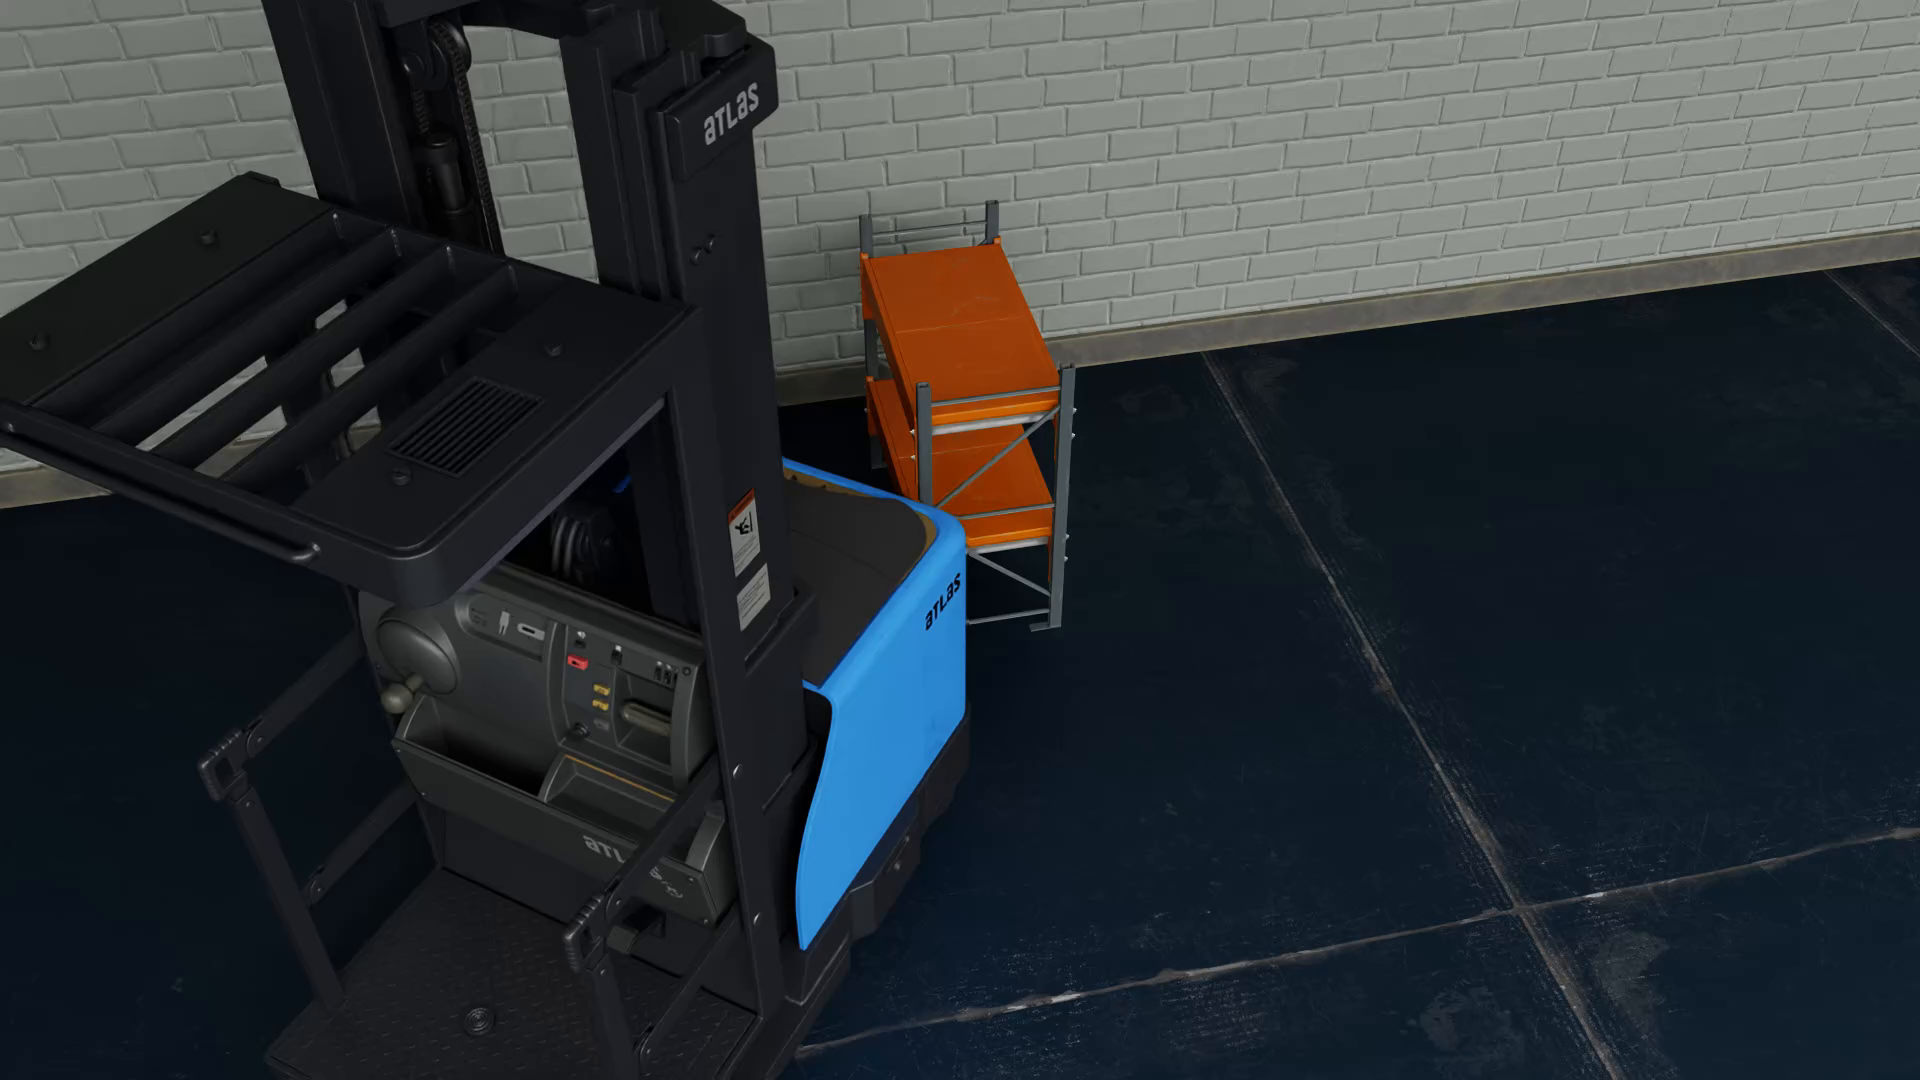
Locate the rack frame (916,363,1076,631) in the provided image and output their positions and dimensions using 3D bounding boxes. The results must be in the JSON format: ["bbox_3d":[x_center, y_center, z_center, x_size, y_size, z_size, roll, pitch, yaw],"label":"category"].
[{"bbox_3d":[0.111,-0.087,5.500,0.500,1.125,0.032,-8,42,-9],"label":"rack frame"}]

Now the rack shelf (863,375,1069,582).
[{"bbox_3d":[0.001,-0.233,6.034,0.538,0.278,1.000,-8,42,-9],"label":"rack shelf"}]

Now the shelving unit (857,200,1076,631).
[{"bbox_3d":[0.001,-0.416,5.872,0.538,1.125,1.048,-8,42,-9],"label":"shelving unit"}]

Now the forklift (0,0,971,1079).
[{"bbox_3d":[-1.084,0.369,3.626,1.130,2.935,3.031,19,45,20],"label":"forklift"}]

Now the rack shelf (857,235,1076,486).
[{"bbox_3d":[0.001,-0.635,5.677,0.538,0.278,1.000,-8,42,-9],"label":"rack shelf"}]

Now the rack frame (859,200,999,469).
[{"bbox_3d":[-0.108,-0.746,6.243,0.500,1.125,0.032,-8,42,-9],"label":"rack frame"}]
